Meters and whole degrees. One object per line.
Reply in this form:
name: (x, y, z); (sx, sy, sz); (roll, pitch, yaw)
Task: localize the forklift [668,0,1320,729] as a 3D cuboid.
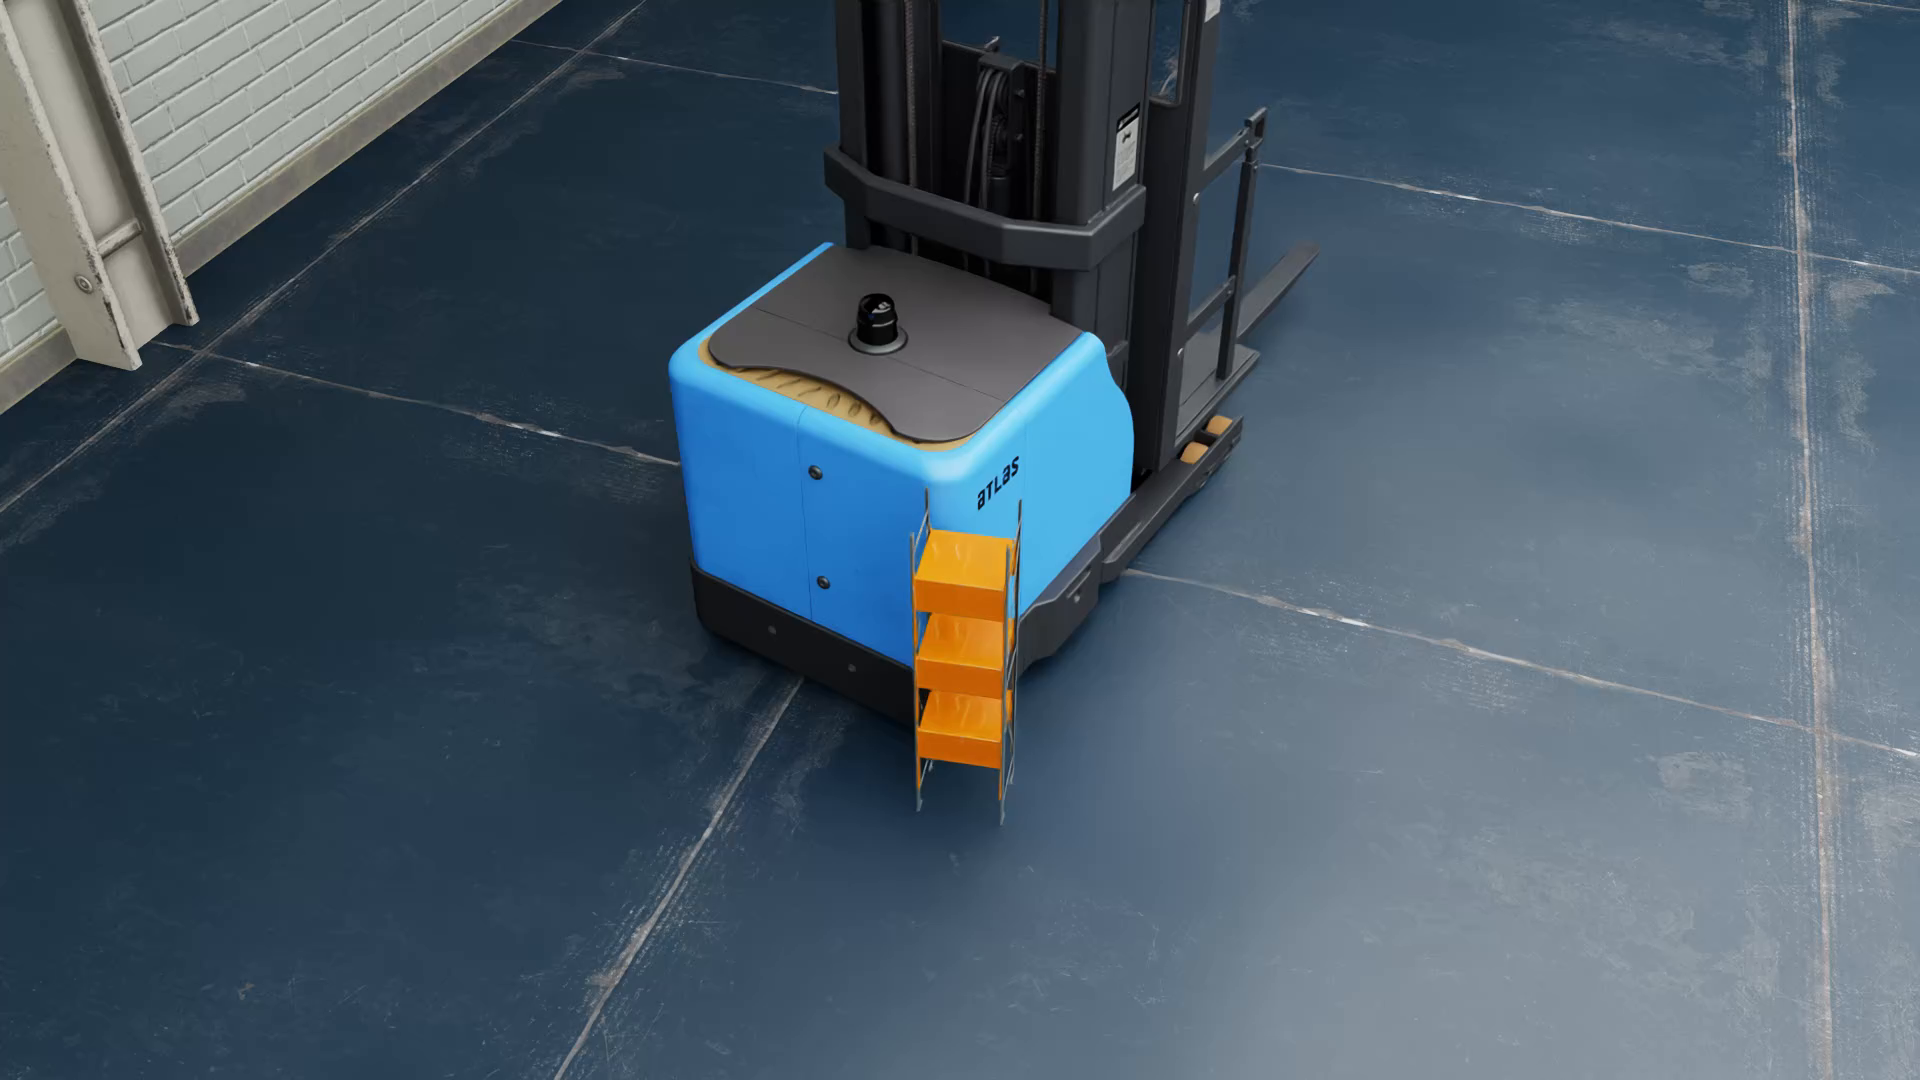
forklift: (0.375, -1.452, 5.193); (1.130, 2.935, 3.031); (23, 45, 24)

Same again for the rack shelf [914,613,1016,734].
rack shelf: (0.017, 0.349, 4.548); (0.240, 0.259, 0.215); (7, 41, 8)

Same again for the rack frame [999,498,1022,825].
rack frame: (0.137, 0.357, 4.523); (0.008, 1.050, 0.200); (7, 41, 8)

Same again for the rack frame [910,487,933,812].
rack frame: (-0.103, 0.326, 4.559); (0.008, 1.050, 0.200); (7, 41, 8)

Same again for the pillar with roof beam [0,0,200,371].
pillar with roof beam: (0.723, -3.286, 2.668); (9.100, 9.000, 0.400); (13, 42, 15)

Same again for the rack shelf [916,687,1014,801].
rack shelf: (0.017, 0.561, 4.728); (0.240, 0.259, 0.215); (7, 41, 8)

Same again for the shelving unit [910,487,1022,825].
shelving unit: (0.017, 0.341, 4.541); (0.252, 1.050, 0.215); (7, 41, 8)

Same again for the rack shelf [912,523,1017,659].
rack shelf: (0.017, 0.134, 4.364); (0.240, 0.259, 0.215); (7, 41, 8)
